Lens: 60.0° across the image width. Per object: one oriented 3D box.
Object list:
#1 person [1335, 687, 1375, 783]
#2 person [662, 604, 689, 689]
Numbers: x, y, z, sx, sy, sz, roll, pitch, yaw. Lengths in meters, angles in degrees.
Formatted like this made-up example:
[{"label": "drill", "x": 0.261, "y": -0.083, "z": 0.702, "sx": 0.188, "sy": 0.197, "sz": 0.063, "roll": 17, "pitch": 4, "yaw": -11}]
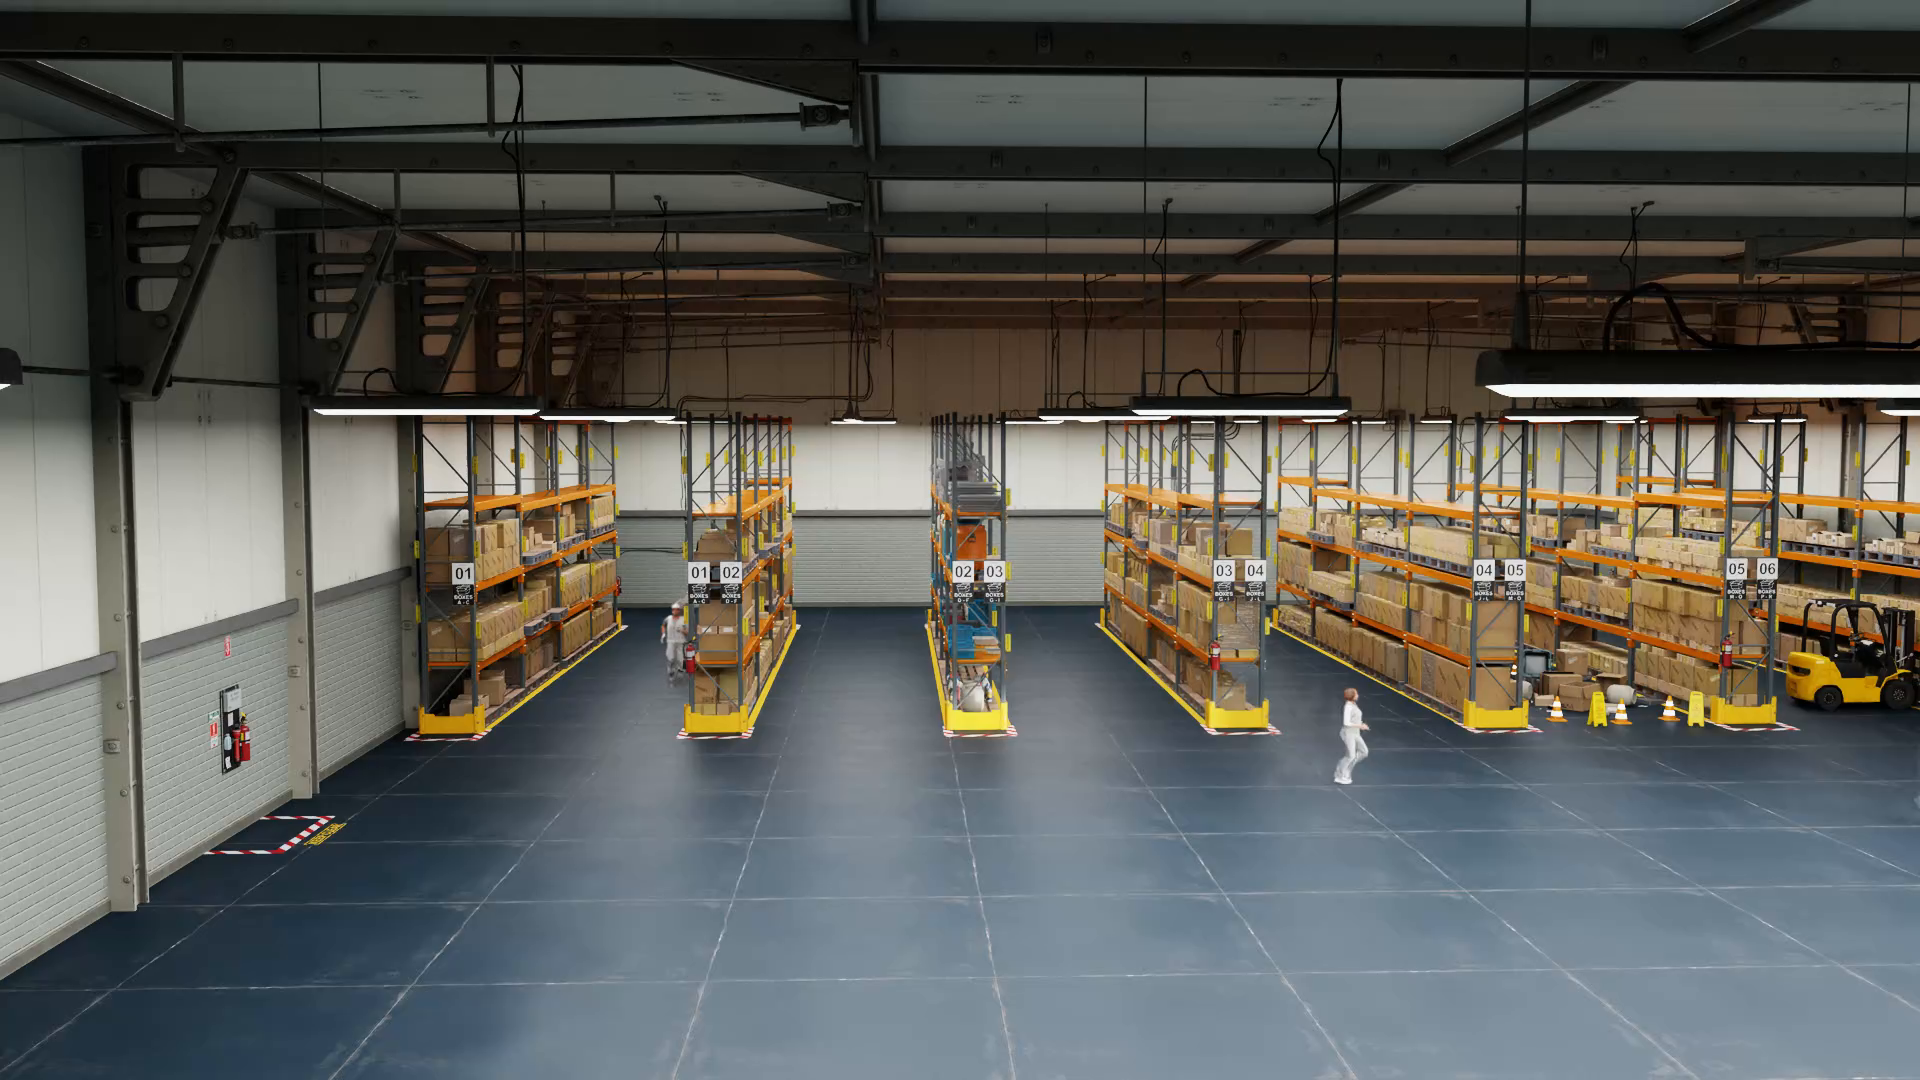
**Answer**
[{"label": "person", "x": 6.308, "y": 3.121, "z": 26.524, "sx": 0.639, "sy": 1.578, "sz": 0.475, "roll": 2, "pitch": 4, "yaw": 28}, {"label": "person", "x": -6.268, "y": 2.312, "z": 36.664, "sx": 0.642, "sy": 1.816, "sz": 0.910, "roll": 0, "pitch": 4, "yaw": -5}]
